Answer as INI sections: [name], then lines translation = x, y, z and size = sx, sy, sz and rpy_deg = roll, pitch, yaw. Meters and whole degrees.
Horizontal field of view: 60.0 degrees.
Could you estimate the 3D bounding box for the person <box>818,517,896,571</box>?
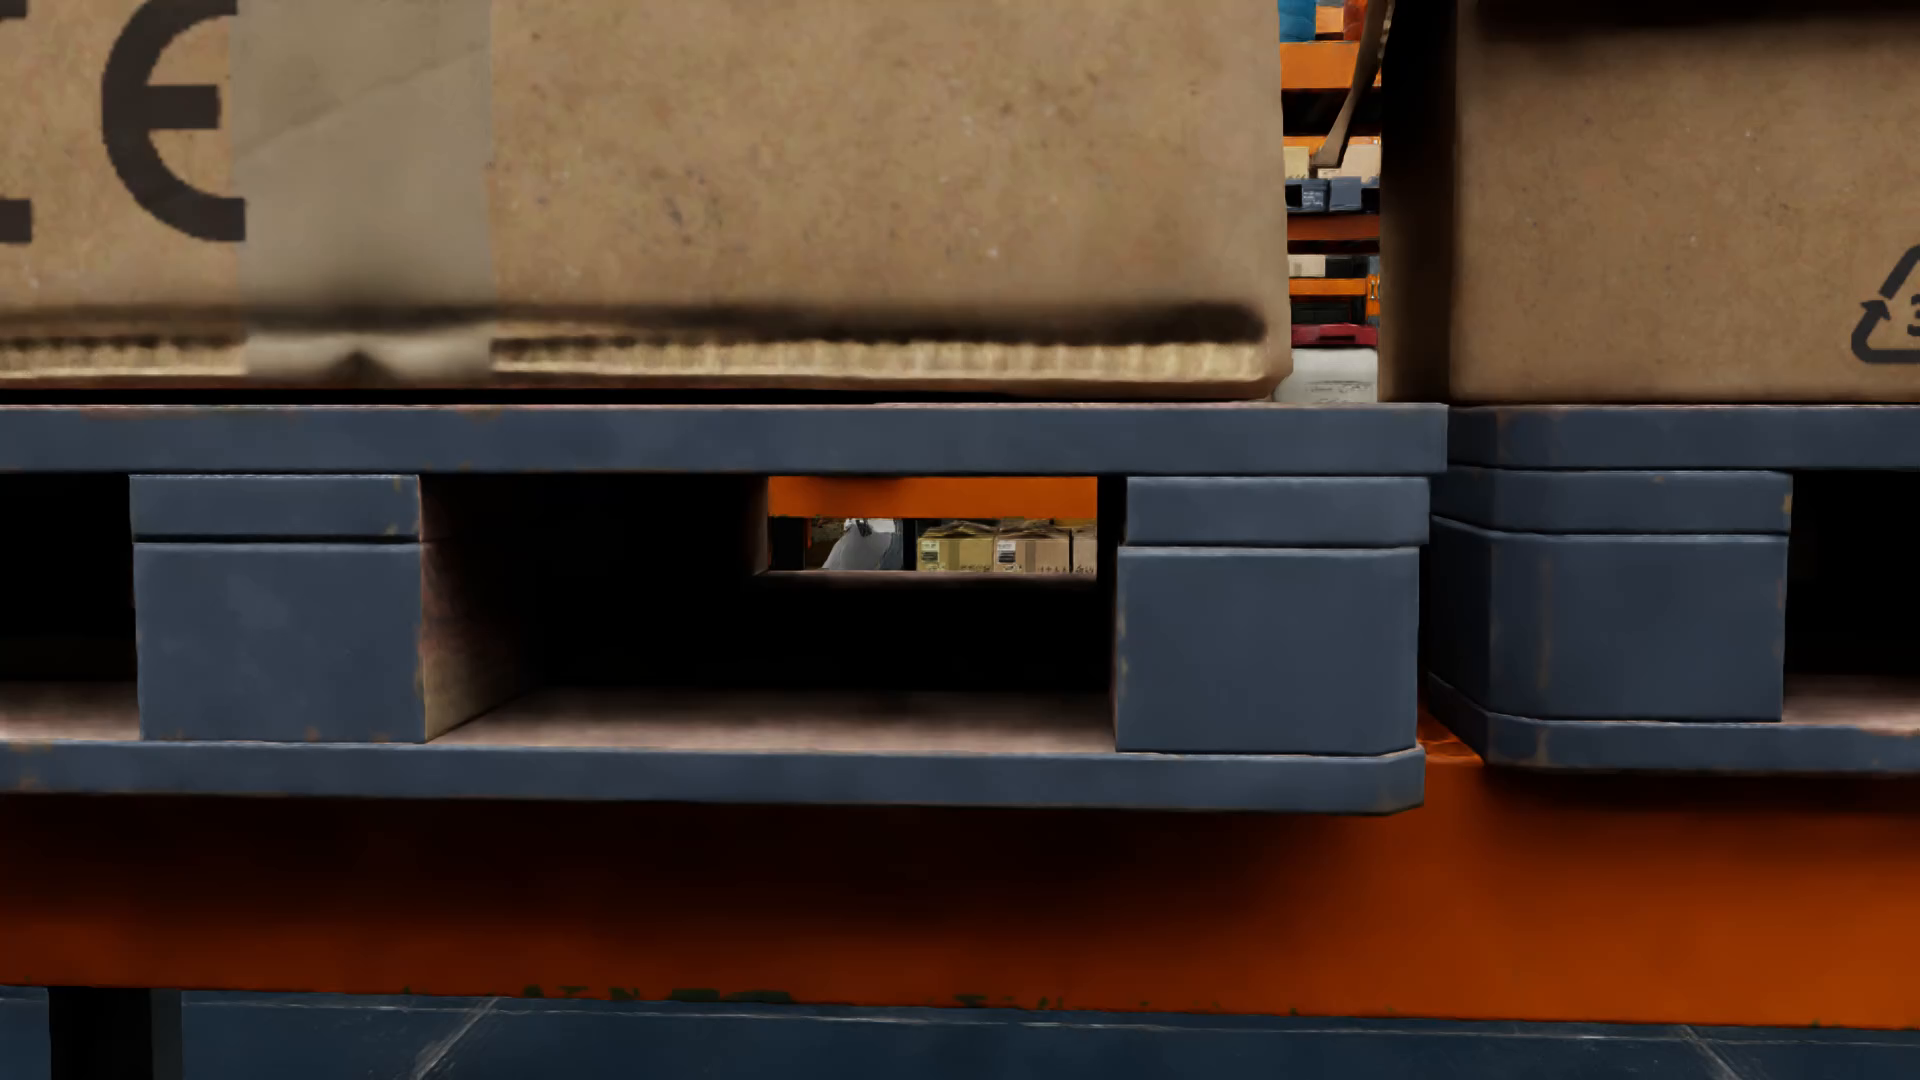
[person]
translation = -0.601, -0.037, 9.699
size = 0.505, 1.660, 0.640
rpy_deg = 0, 4, 0
